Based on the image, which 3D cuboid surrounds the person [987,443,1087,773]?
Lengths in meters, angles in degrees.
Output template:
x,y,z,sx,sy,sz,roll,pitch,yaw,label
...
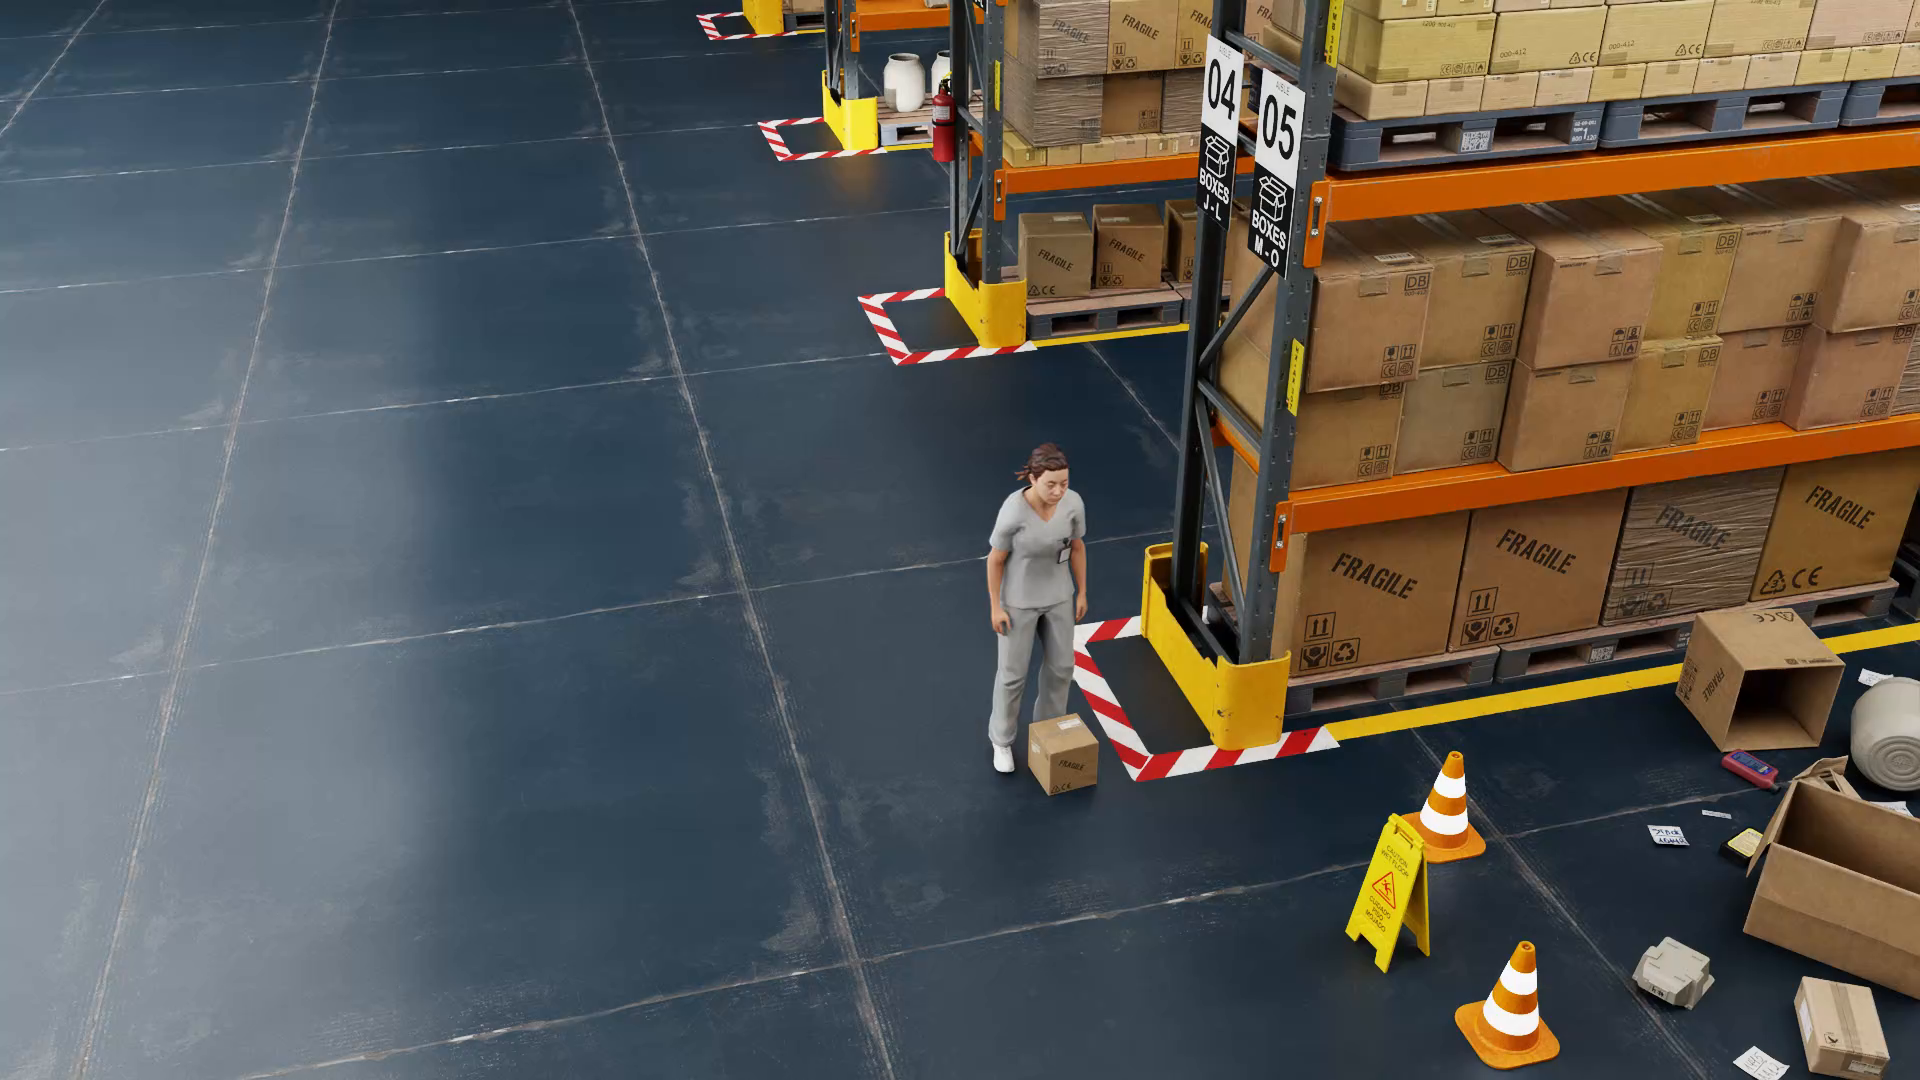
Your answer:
x,y,z,sx,sy,sz,roll,pitch,yaw,label
0.364,0.291,7.738,0.487,1.673,0.361,-10,32,-17,person
